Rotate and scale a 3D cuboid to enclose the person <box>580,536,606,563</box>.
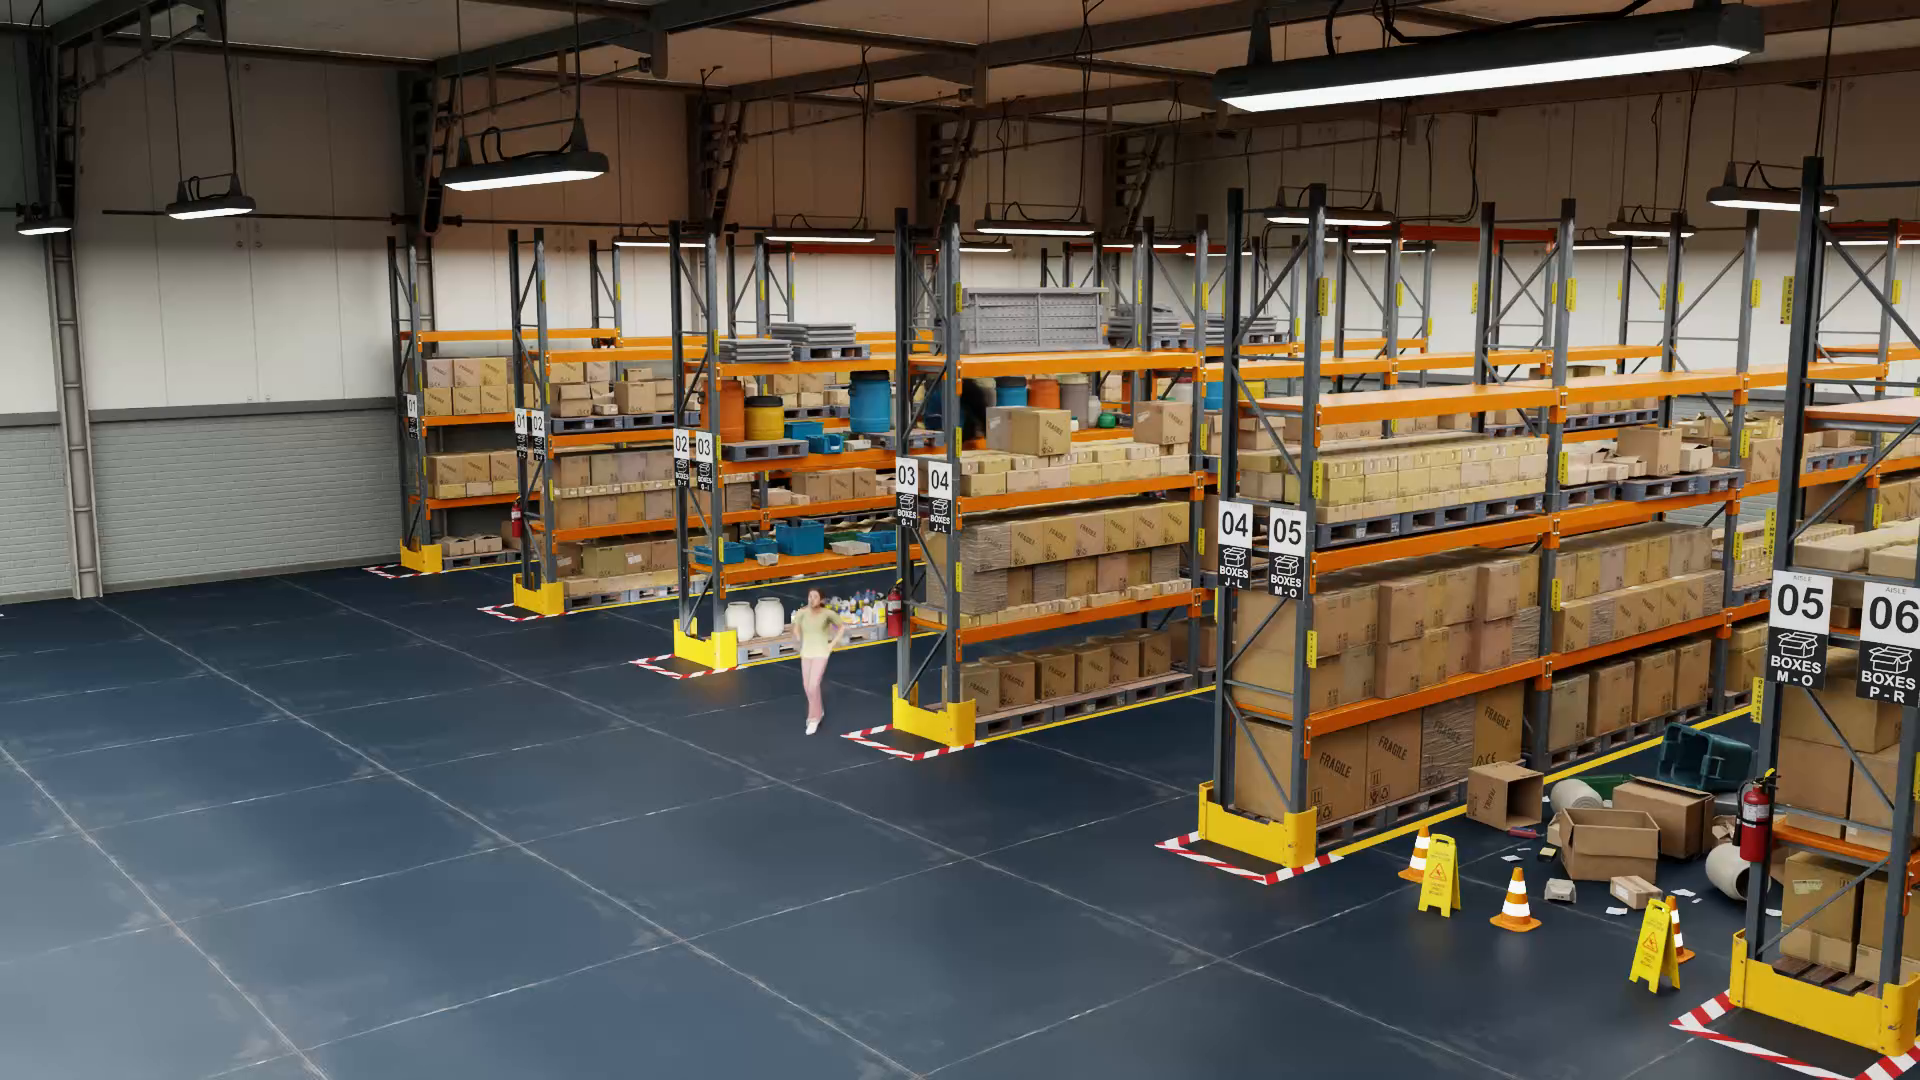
[{"bbox_3d":[-6.275,-0.116,28.858,0.711,1.769,0.900,8,12,43],"label":"person"}]

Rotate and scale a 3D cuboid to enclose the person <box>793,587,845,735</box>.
[{"bbox_3d":[-1.679,1.389,19.352,0.575,1.717,0.646,4,10,23],"label":"person"}]
